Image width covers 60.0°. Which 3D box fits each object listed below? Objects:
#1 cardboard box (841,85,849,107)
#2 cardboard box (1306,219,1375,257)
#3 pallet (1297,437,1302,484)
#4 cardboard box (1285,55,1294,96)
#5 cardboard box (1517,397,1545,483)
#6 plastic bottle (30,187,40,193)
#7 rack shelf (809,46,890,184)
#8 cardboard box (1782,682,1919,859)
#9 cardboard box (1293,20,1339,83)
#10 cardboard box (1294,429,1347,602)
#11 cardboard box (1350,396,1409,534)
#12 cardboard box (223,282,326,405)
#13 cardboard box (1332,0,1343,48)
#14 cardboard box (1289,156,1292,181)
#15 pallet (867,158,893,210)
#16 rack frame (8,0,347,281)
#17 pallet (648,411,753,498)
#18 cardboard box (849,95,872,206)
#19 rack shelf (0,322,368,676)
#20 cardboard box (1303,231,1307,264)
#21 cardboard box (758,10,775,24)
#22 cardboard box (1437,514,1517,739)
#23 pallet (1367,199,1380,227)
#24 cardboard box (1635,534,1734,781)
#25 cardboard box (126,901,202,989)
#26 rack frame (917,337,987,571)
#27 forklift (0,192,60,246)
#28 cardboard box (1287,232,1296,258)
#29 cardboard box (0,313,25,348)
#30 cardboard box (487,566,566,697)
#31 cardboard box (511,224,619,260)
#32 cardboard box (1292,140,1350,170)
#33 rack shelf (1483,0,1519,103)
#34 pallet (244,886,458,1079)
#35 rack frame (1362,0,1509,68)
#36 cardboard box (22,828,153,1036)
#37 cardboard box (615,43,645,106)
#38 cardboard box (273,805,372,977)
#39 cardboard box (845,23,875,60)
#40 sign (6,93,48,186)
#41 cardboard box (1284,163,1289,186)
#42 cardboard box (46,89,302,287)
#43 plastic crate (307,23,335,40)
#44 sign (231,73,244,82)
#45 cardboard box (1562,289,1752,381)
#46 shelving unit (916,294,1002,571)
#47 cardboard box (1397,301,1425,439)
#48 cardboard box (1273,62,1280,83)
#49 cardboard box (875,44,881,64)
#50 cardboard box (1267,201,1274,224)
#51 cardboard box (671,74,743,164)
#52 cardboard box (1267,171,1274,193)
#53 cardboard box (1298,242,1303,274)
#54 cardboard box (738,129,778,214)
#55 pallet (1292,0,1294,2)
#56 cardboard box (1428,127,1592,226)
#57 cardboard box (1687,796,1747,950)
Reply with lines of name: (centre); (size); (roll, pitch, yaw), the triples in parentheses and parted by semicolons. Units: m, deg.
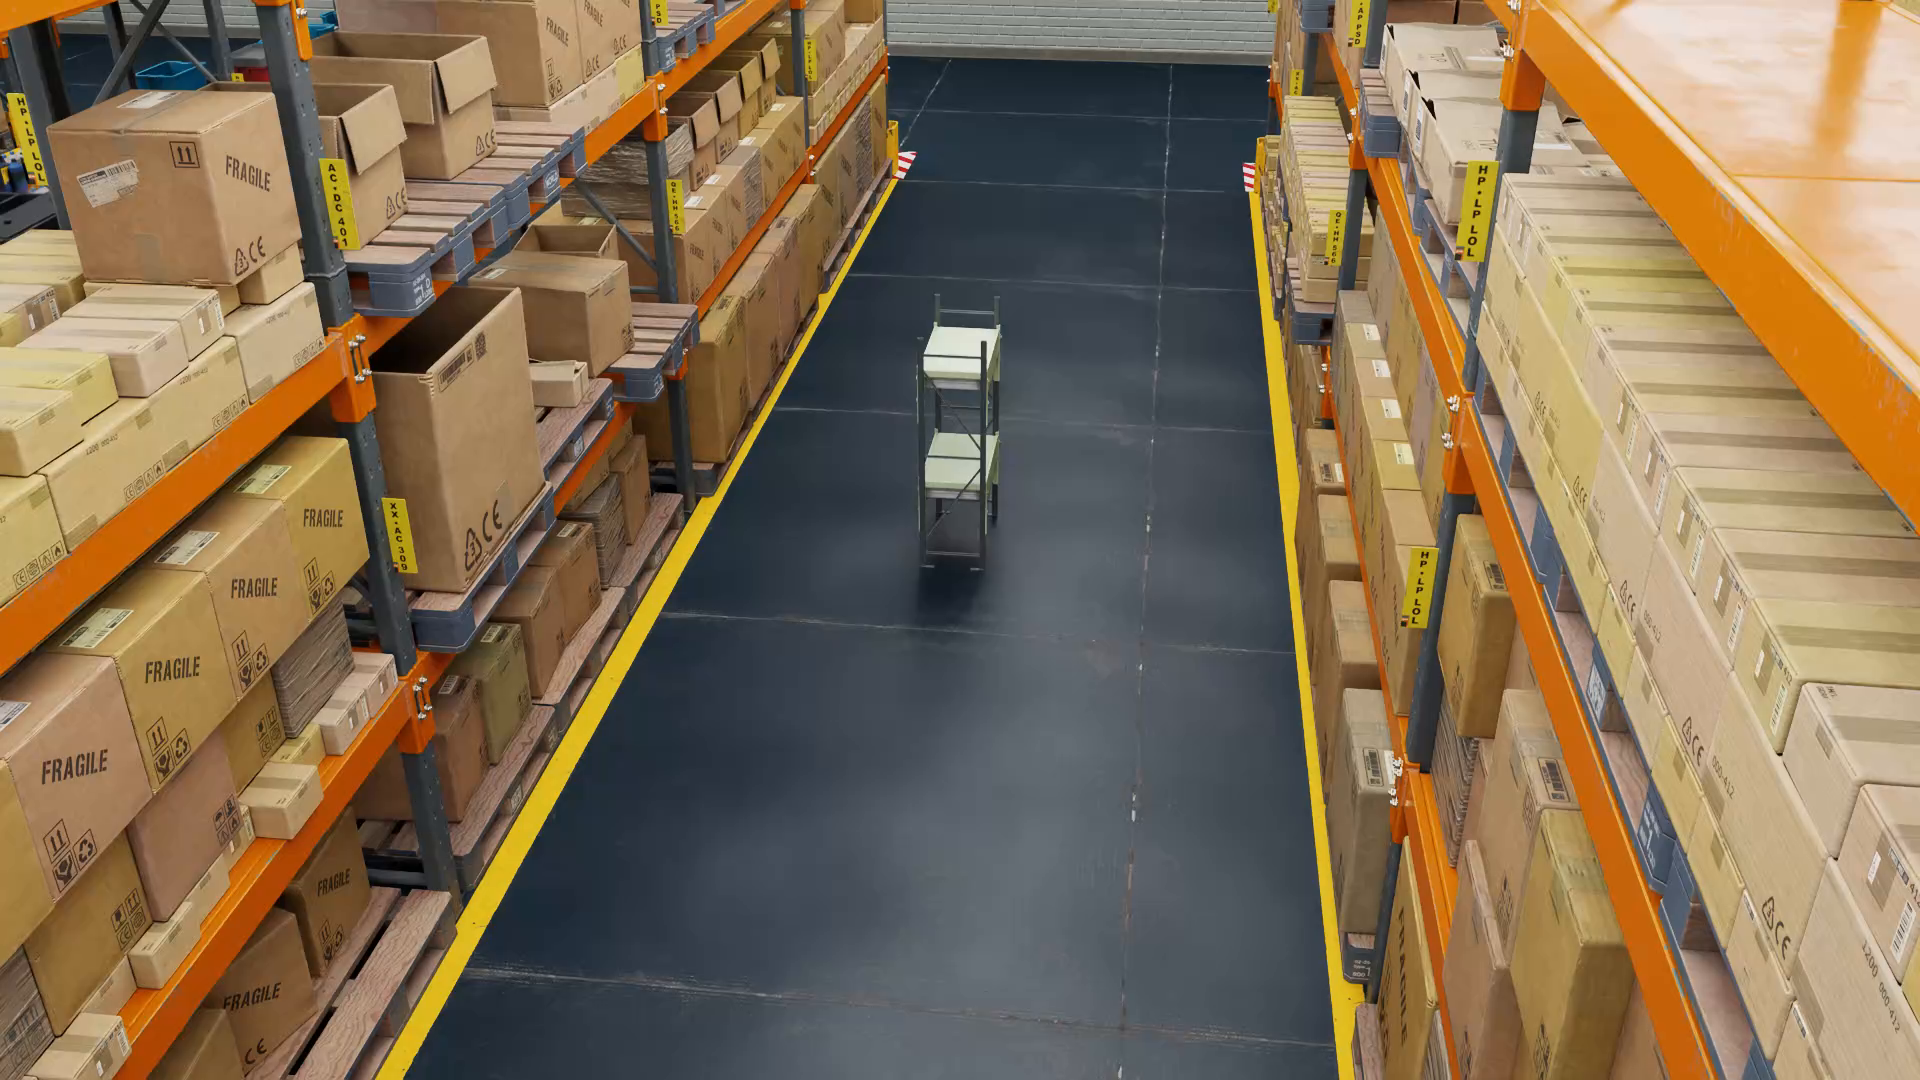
cardboard box: (-1.226, -4.048, 15.157); (0.380, 0.149, 0.250); (4, 29, 7)
cardboard box: (2.275, -1.803, 9.921); (0.380, 0.149, 0.250); (2, 28, 4)
pallet: (2.767, -0.350, 10.968); (1.003, 0.211, 1.213); (3, 28, 6)
cardboard box: (3.003, -3.756, 13.932); (0.500, 0.500, 0.500); (3, 28, 5)
cardboard box: (1.705, -0.257, 4.410); (0.380, 0.149, 0.250); (3, 28, 5)
plastic bottle: (-6.640, -2.404, 11.977); (0.097, 0.271, 0.097); (0, 28, 0)
rack shelf: (-1.506, -4.053, 15.661); (1.077, 0.370, 4.000); (3, 28, 6)
cardboard box: (1.457, 0.350, 2.443); (0.380, 0.149, 0.250); (4, 29, 7)
cardboard box: (2.949, -3.944, 13.228); (0.500, 0.500, 0.500); (2, 28, 4)
cardboard box: (2.506, -0.122, 9.536); (1.050, 0.750, 0.750); (3, 28, 6)
cardboard box: (2.162, -0.347, 7.917); (0.500, 0.500, 0.500); (3, 28, 6)
cardboard box: (-2.528, -0.687, 5.650); (0.500, 0.250, 0.500); (4, 29, 8)
cardboard box: (2.601, -3.329, 10.290); (0.500, 0.500, 0.500); (3, 28, 6)
cardboard box: (2.532, -2.646, 11.799); (0.380, 0.149, 0.250); (4, 29, 8)
pallet: (-1.281, -3.702, 17.192); (1.003, 0.211, 1.213); (3, 28, 6)
rack frame: (-2.731, -2.303, 5.330); (1.000, 3.000, 0.127); (3, 28, 6)
pallet: (-2.069, -0.684, 11.590); (1.003, 0.211, 1.213); (3, 28, 6)
cardboard box: (-1.371, -3.826, 16.279); (0.875, 0.875, 0.875); (3, 28, 6)
rack shelf: (-2.976, 0.275, 4.465); (1.077, 0.370, 4.000); (3, 28, 6)
cardboard box: (2.309, -1.799, 10.228); (0.380, 0.149, 0.250); (4, 29, 8)
cardboard box: (-1.894, -4.291, 14.398); (0.500, 0.500, 0.500); (4, 29, 7)
cardboard box: (2.100, 0.304, 5.519); (0.875, 0.550, 0.550); (3, 28, 6)
pallet: (2.871, -2.059, 11.404); (1.003, 0.211, 1.213); (3, 28, 6)
cardboard box: (1.596, 0.224, 3.098); (0.500, 0.250, 0.500); (3, 28, 6)
cardboard box: (-2.664, 1.272, 5.284); (0.380, 0.149, 0.250); (3, 28, 6)
rack frame: (-0.046, -0.485, 9.861); (0.400, 1.500, 0.023); (3, 28, 6)
forklift: (-5.064, -0.692, 8.735); (1.130, 2.935, 3.031); (2, 28, 4)
cardboard box: (2.807, -2.174, 12.818); (0.500, 0.250, 0.500); (2, 28, 4)
cardboard box: (-3.083, -0.583, 5.038); (0.380, 0.149, 0.250); (4, 29, 8)
cardboard box: (-2.489, 0.470, 8.679); (0.700, 0.500, 0.500); (1, 28, 2)
cardboard box: (-2.267, -1.518, 9.648); (0.500, 0.500, 0.500); (0, 28, 0)
cardboard box: (2.497, -2.661, 11.514); (0.380, 0.149, 0.250); (4, 29, 8)
rack shelf: (2.424, -2.416, 6.720); (1.077, 0.370, 4.000); (3, 28, 6)
pallet: (-2.778, 1.883, 6.824); (1.003, 0.211, 1.213); (3, 28, 6)
rack frame: (2.669, -3.851, 8.202); (1.000, 3.000, 0.127); (3, 28, 6)
cardboard box: (-3.007, 1.078, 4.959); (0.875, 0.500, 0.500); (3, 28, 6)
cardboard box: (-2.056, -2.562, 9.130); (0.500, 0.250, 0.500); (3, 29, 6)
cardboard box: (-2.820, 1.439, 6.901); (0.500, 0.500, 0.500); (3, 28, 5)
cardboard box: (-1.119, -4.894, 16.307); (0.500, 0.250, 0.500); (3, 28, 5)
sign: (-3.282, -1.415, 5.882); (0.100, 0.325, 0.005); (3, 28, 6)
cardboard box: (2.560, -2.641, 12.105); (0.380, 0.149, 0.250); (4, 29, 7)
cardboard box: (-2.533, -1.151, 5.408); (0.500, 0.500, 0.500); (3, 28, 5)
plastic crate: (-6.614, -5.145, 17.042); (0.416, 0.233, 0.300); (3, 28, 6)
sign: (-6.121, -3.805, 14.150); (0.100, 0.325, 0.005); (3, 28, 6)
cardboard box: (1.674, -0.485, 3.993); (0.380, 0.149, 0.250); (4, 29, 7)
shelving unit: (-0.001, -0.657, 10.181); (0.431, 1.500, 0.755); (3, 28, 6)
cardboard box: (2.421, -0.763, 7.635); (0.700, 0.500, 0.500); (3, 28, 6)
cardboard box: (3.209, -4.485, 15.970); (0.380, 0.149, 0.250); (3, 28, 5)
cardboard box: (-1.008, -4.891, 16.723); (0.380, 0.149, 0.250); (4, 29, 7)
cardboard box: (3.100, -3.080, 15.659); (0.380, 0.149, 0.250); (2, 28, 4)
cardboard box: (-1.977, -2.997, 11.779); (0.797, 0.503, 0.637); (4, 29, 8)
cardboard box: (3.160, -3.444, 16.021); (0.380, 0.149, 0.250); (4, 29, 8)
cardboard box: (2.337, -1.781, 10.507); (0.380, 0.149, 0.250); (4, 29, 7)
cardboard box: (-1.661, -2.757, 12.392); (0.500, 0.500, 0.500); (3, 28, 6)
pallet: (2.978, -4.046, 11.925); (1.213, 0.211, 1.003); (3, 28, 6)
cardboard box: (2.112, -1.404, 6.433); (0.500, 0.250, 0.500); (3, 28, 6)
cardboard box: (1.488, 0.583, 2.852); (0.380, 0.149, 0.250); (4, 29, 7)
